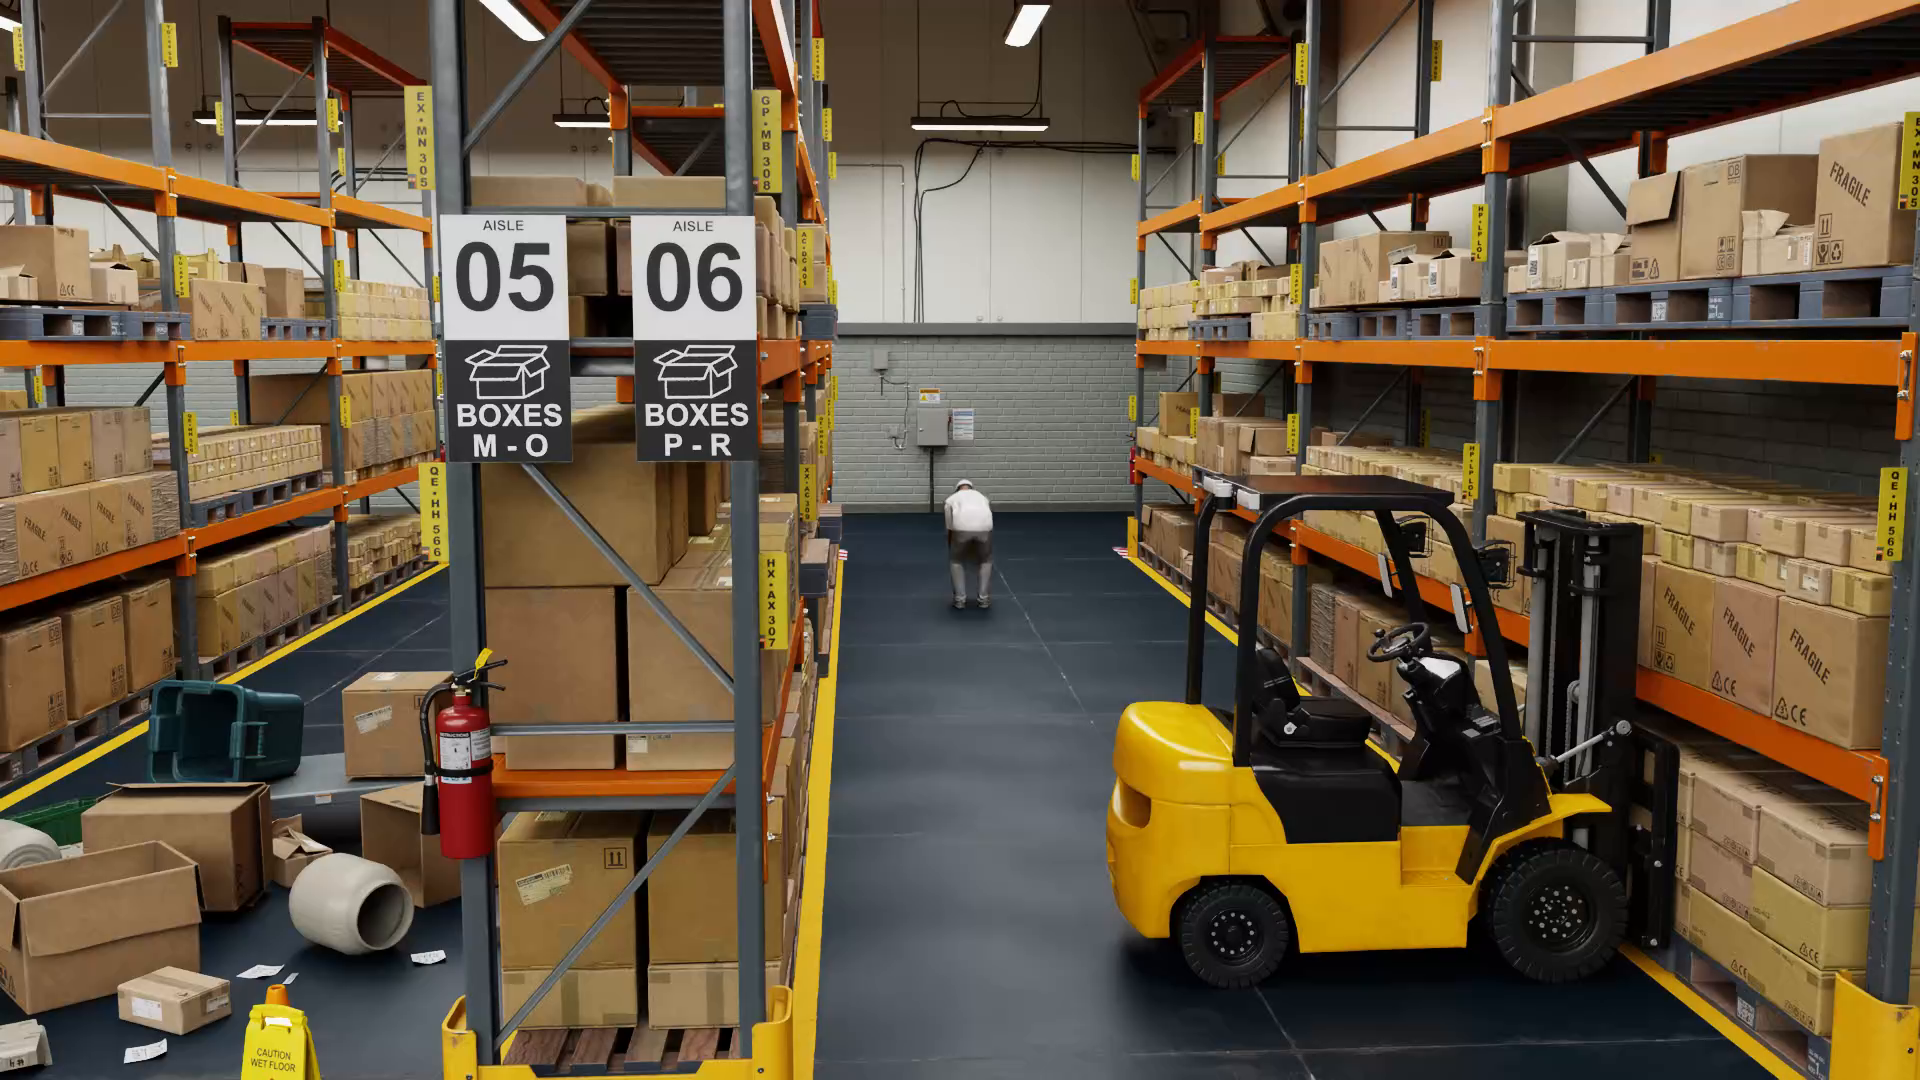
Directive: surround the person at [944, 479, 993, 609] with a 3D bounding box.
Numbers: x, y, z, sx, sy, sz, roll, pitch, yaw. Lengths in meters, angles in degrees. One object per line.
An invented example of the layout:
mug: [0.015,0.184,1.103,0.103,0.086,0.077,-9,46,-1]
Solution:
person: [0.085,0.034,17.769,0.492,1.311,0.923,-1,7,-6]
